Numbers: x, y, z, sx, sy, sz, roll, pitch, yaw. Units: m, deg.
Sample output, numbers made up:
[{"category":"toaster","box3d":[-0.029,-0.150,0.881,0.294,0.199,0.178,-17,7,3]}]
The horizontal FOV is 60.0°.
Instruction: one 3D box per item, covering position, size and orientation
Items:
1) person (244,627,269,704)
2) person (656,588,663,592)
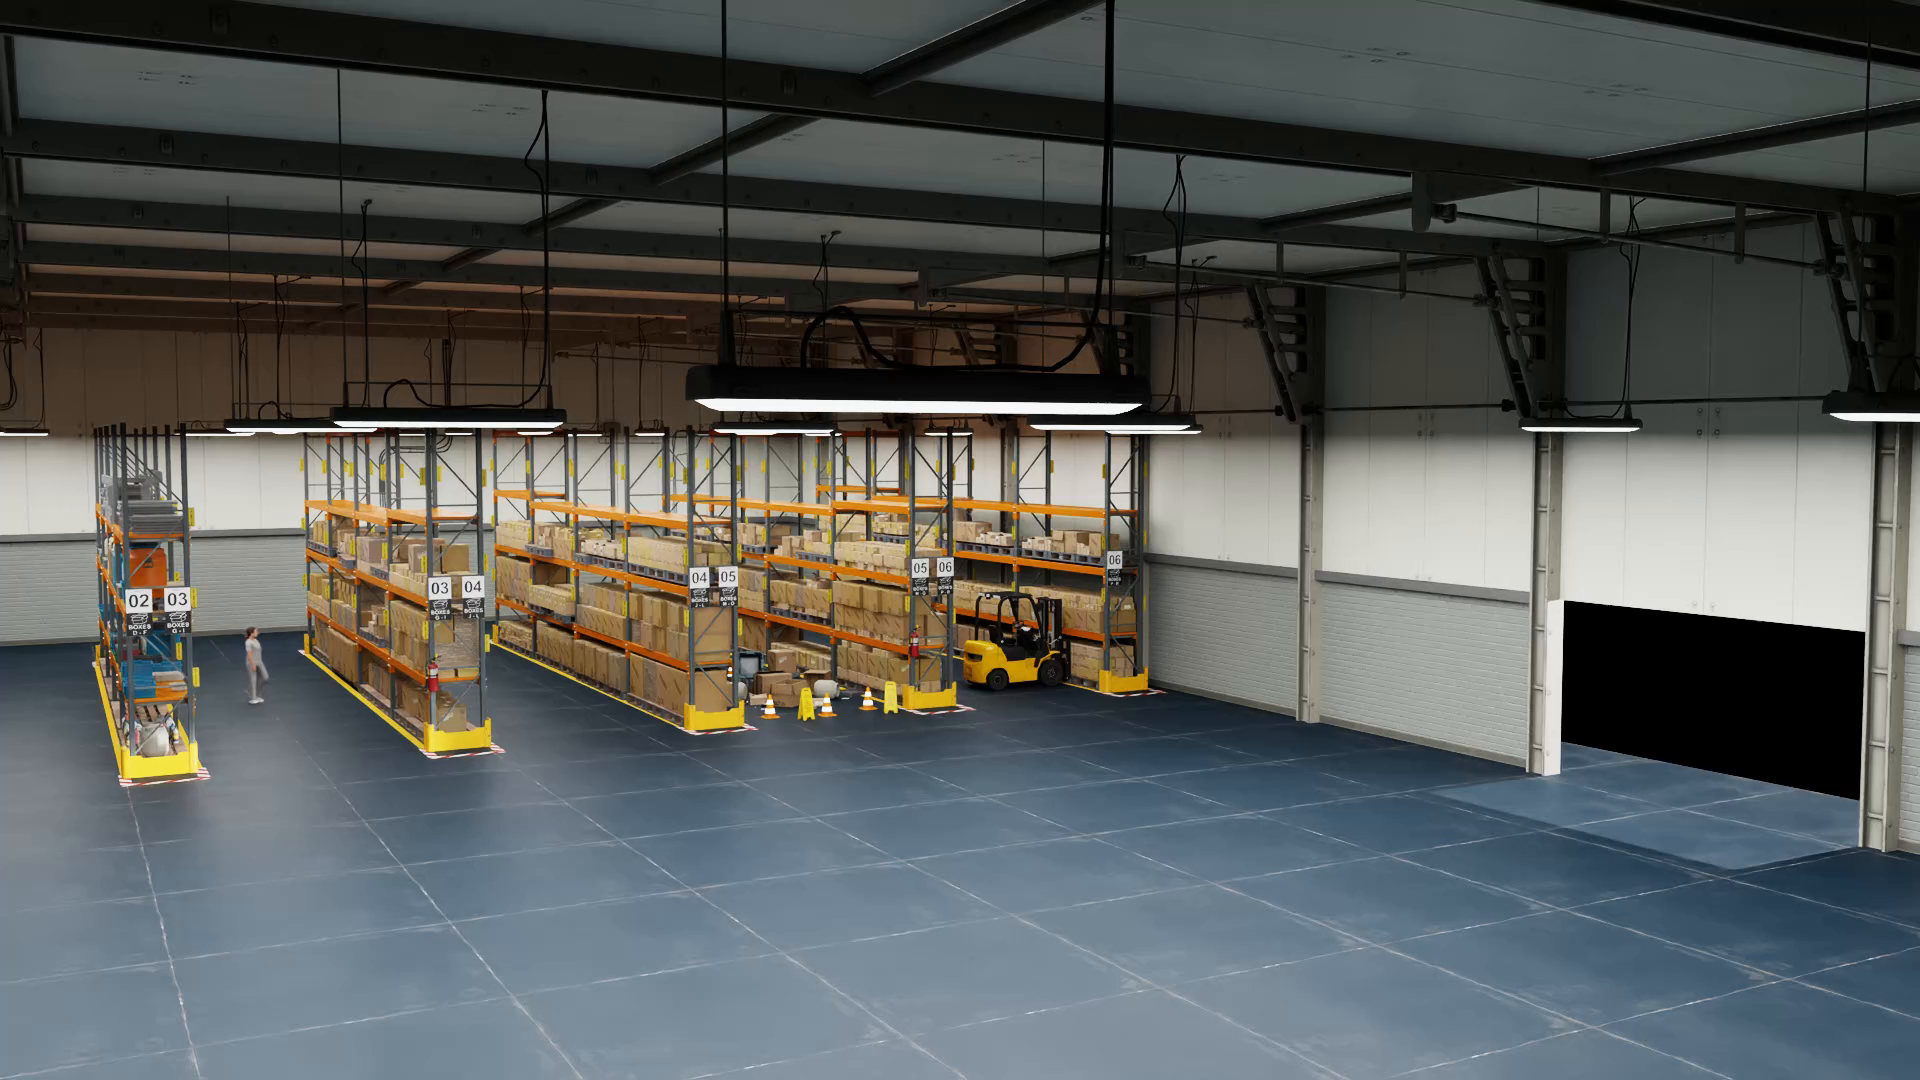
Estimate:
[{"category":"person","box3d":[-15.302,2.715,36.081,0.444,1.680,0.468,2,4,27]},{"category":"person","box3d":[-9.154,1.711,51.765,0.606,1.818,0.426,0,3,-6]}]
